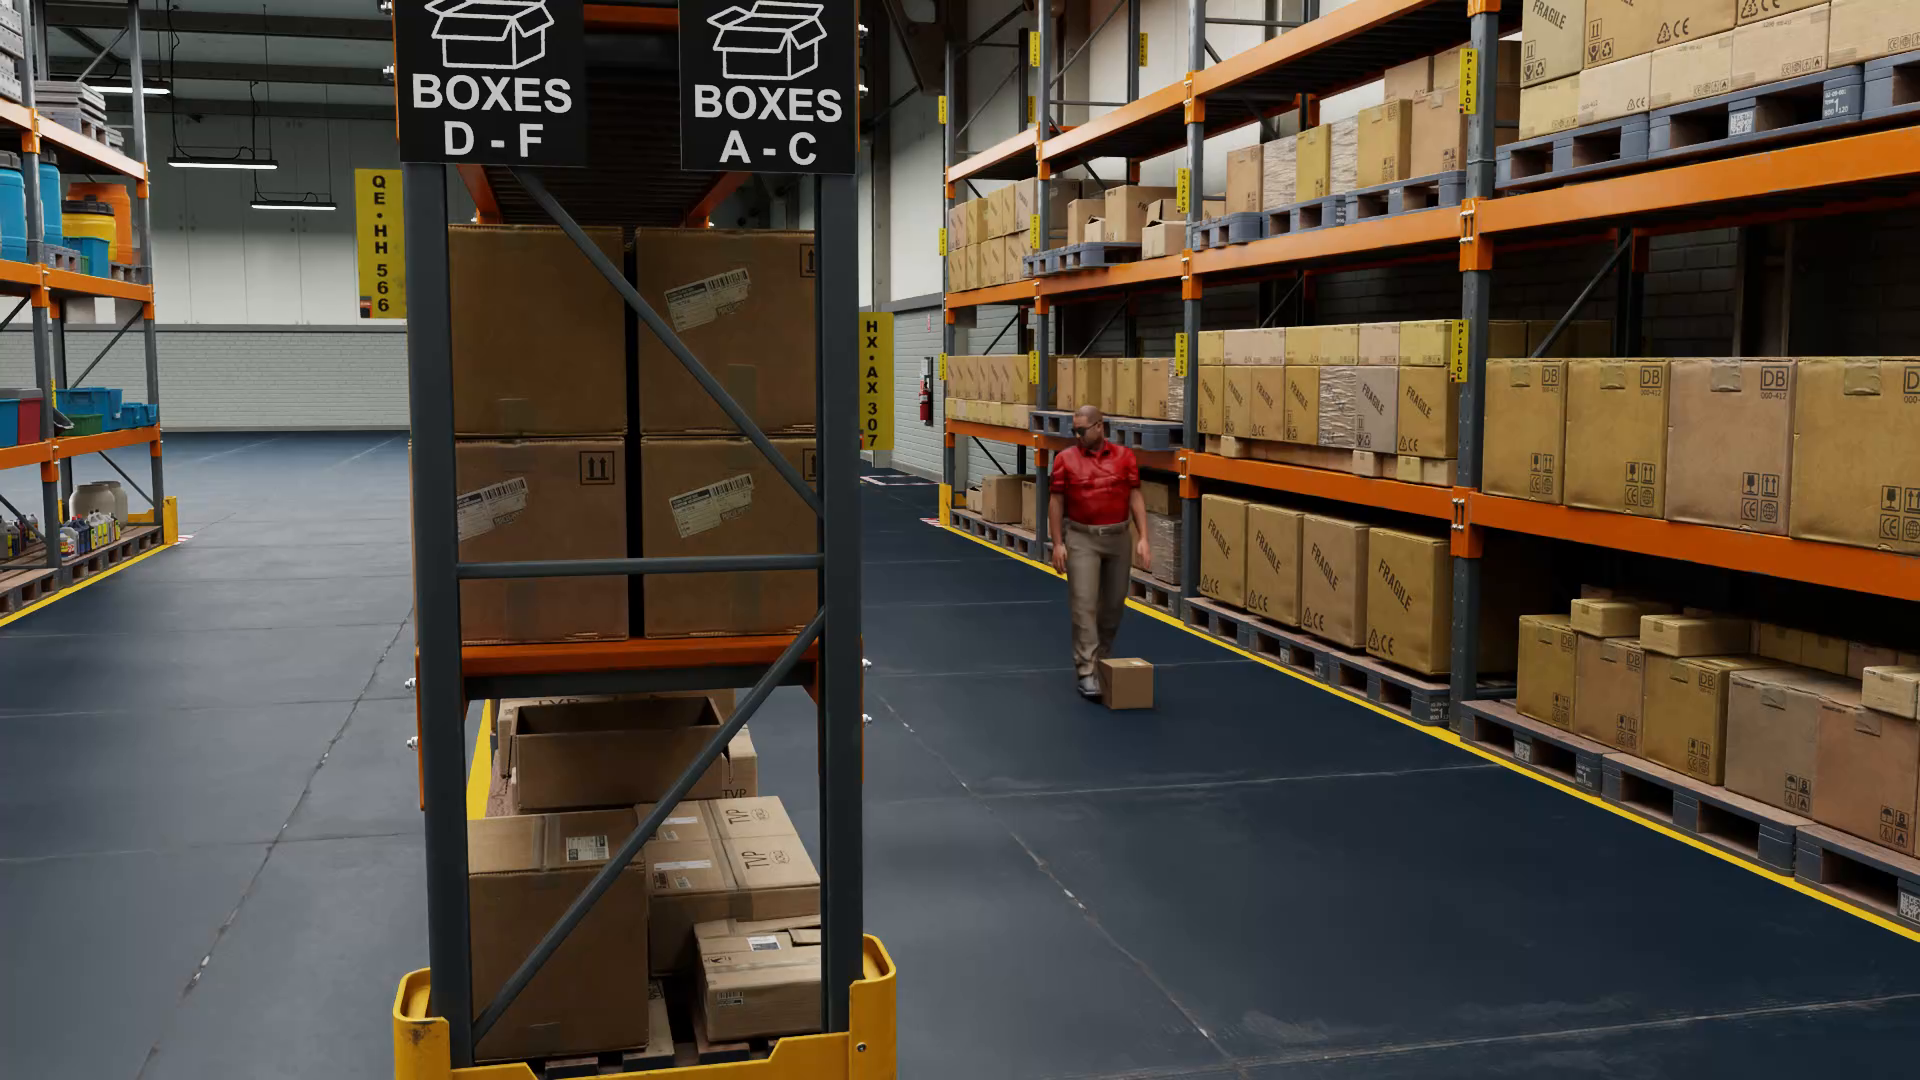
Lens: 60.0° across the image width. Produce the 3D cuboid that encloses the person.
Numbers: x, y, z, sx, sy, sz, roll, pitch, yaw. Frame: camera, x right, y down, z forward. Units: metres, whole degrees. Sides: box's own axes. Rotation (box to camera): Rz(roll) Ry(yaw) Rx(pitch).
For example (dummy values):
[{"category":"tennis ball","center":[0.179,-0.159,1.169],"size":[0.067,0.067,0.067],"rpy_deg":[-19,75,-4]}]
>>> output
[{"category":"person","center":[0.852,0.042,10.027],"size":[0.572,1.708,0.778],"rpy_deg":[-1,6,-13]}]
